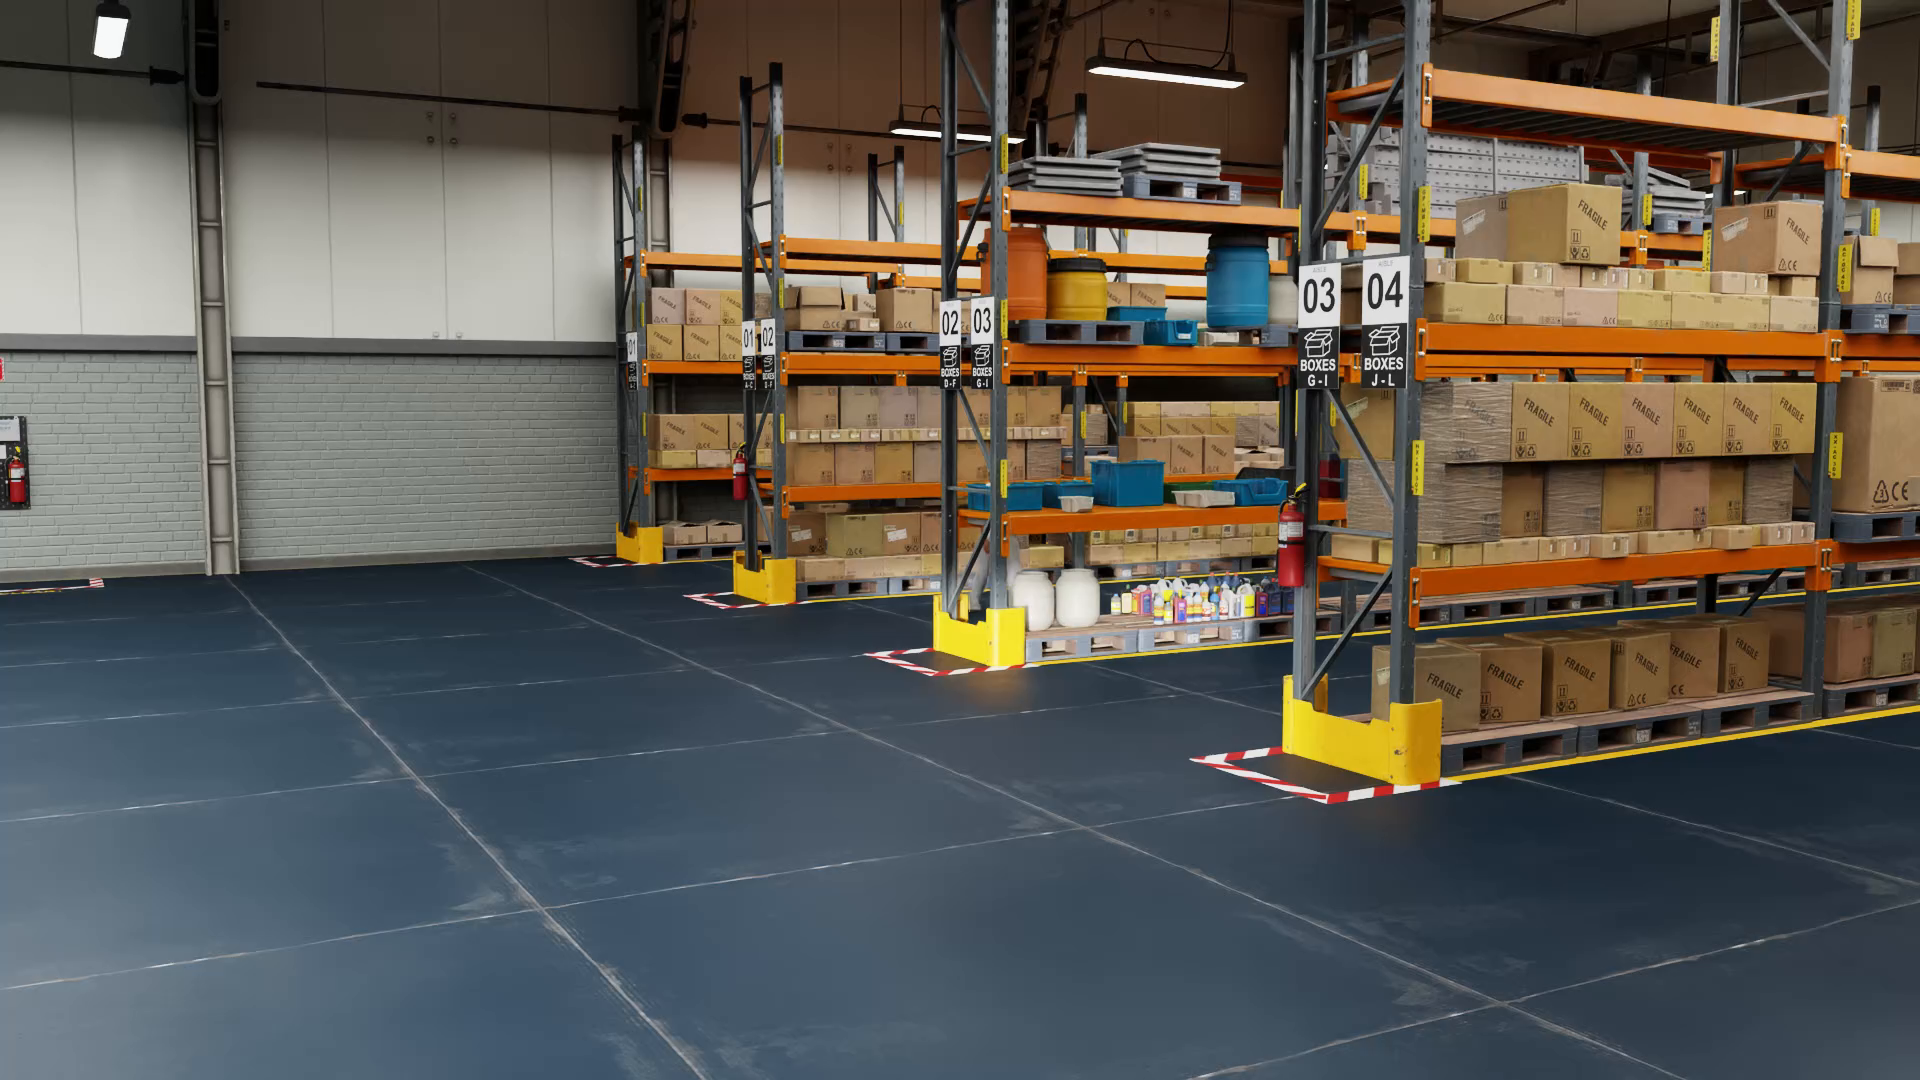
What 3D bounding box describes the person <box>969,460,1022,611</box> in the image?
[{"bbox_3d":[0.422,-0.035,17.826,0.488,1.658,0.744,-4,6,-35],"label":"person"}]
